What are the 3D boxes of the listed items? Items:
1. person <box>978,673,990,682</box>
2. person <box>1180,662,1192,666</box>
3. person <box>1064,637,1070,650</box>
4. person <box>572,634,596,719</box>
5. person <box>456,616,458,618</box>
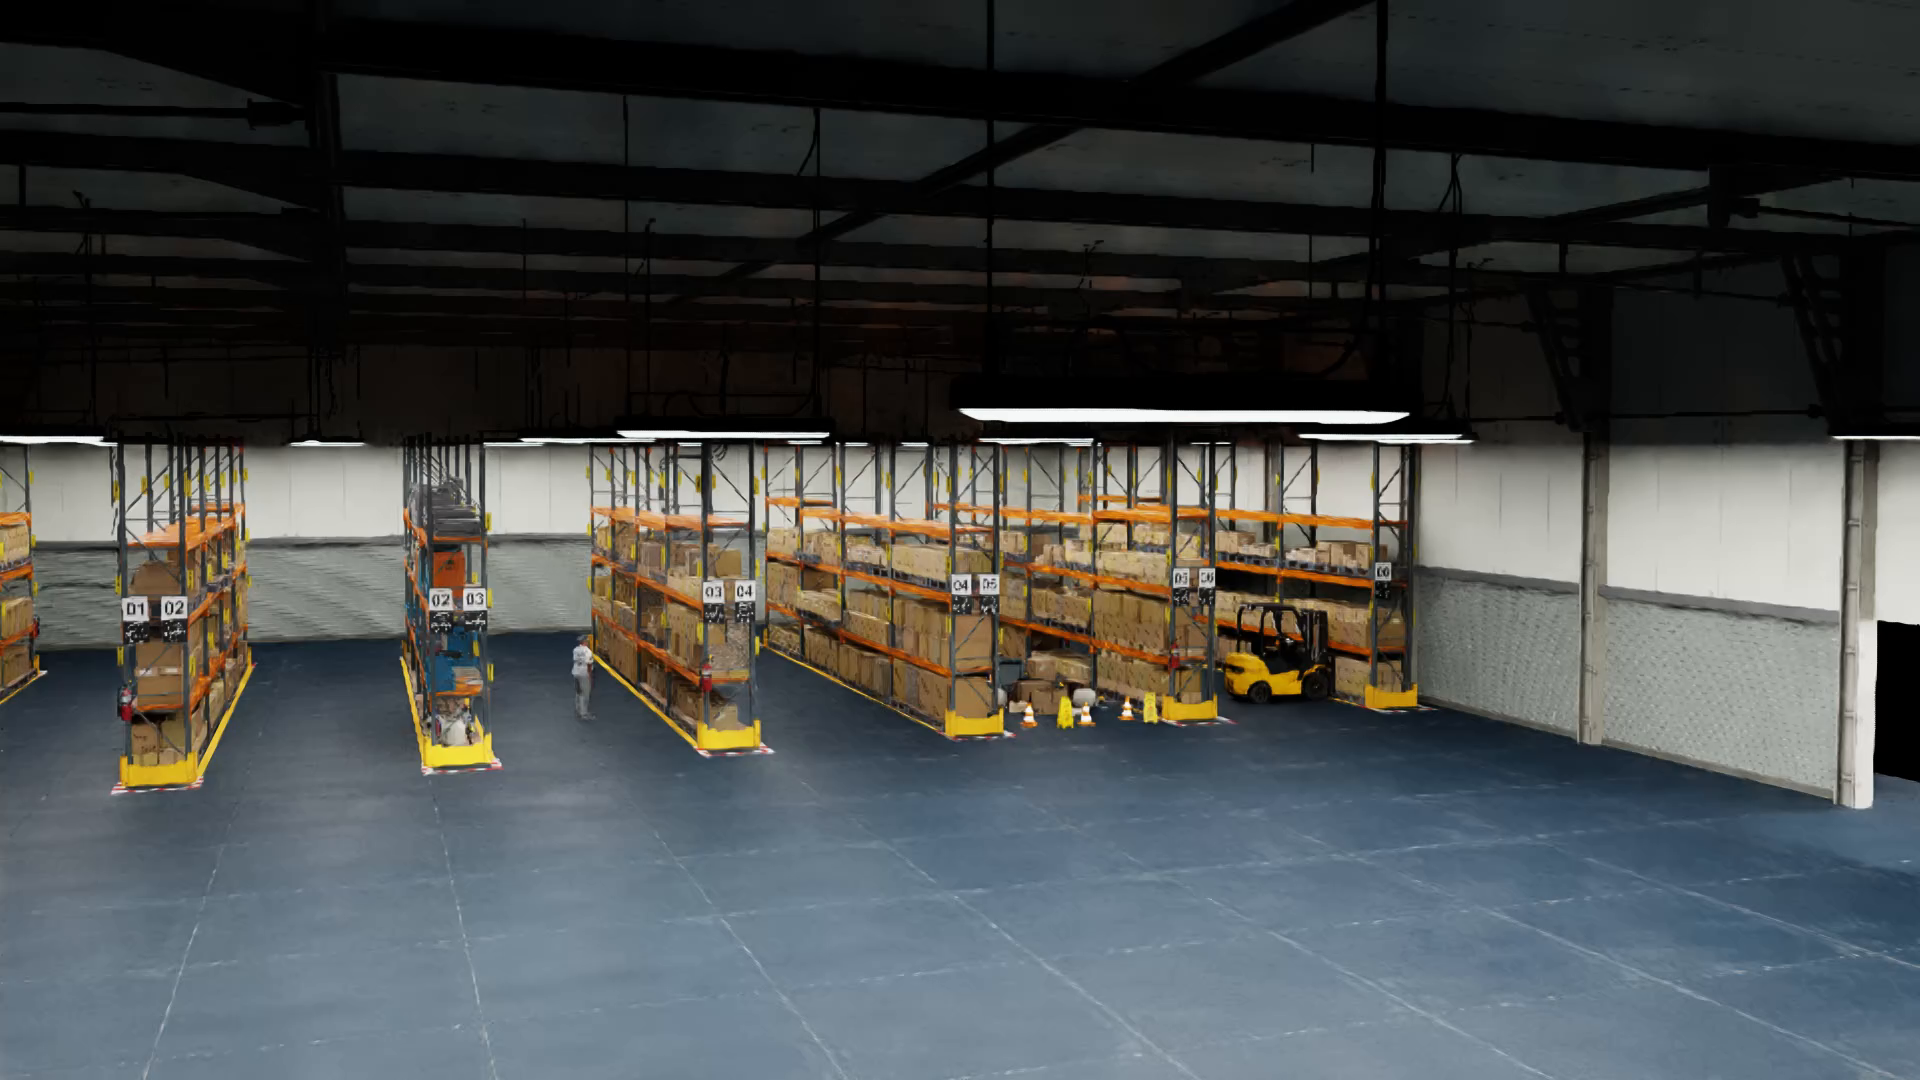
[{"bbox_3d":[0.510,2.653,40.431,0.534,1.646,0.557,0,3,9],"label":"person"},{"bbox_3d":[5.236,2.652,39.043,0.636,1.775,0.677,1,3,12],"label":"person"},{"bbox_3d":[2.826,2.221,46.849,0.568,1.786,0.649,0,3,8],"label":"person"},{"bbox_3d":[-7.942,2.875,35.230,0.614,1.768,0.492,3,4,40],"label":"person"},{"bbox_3d":[-14.933,2.158,48.588,0.580,1.715,1.104,-2,4,-28],"label":"person"}]
